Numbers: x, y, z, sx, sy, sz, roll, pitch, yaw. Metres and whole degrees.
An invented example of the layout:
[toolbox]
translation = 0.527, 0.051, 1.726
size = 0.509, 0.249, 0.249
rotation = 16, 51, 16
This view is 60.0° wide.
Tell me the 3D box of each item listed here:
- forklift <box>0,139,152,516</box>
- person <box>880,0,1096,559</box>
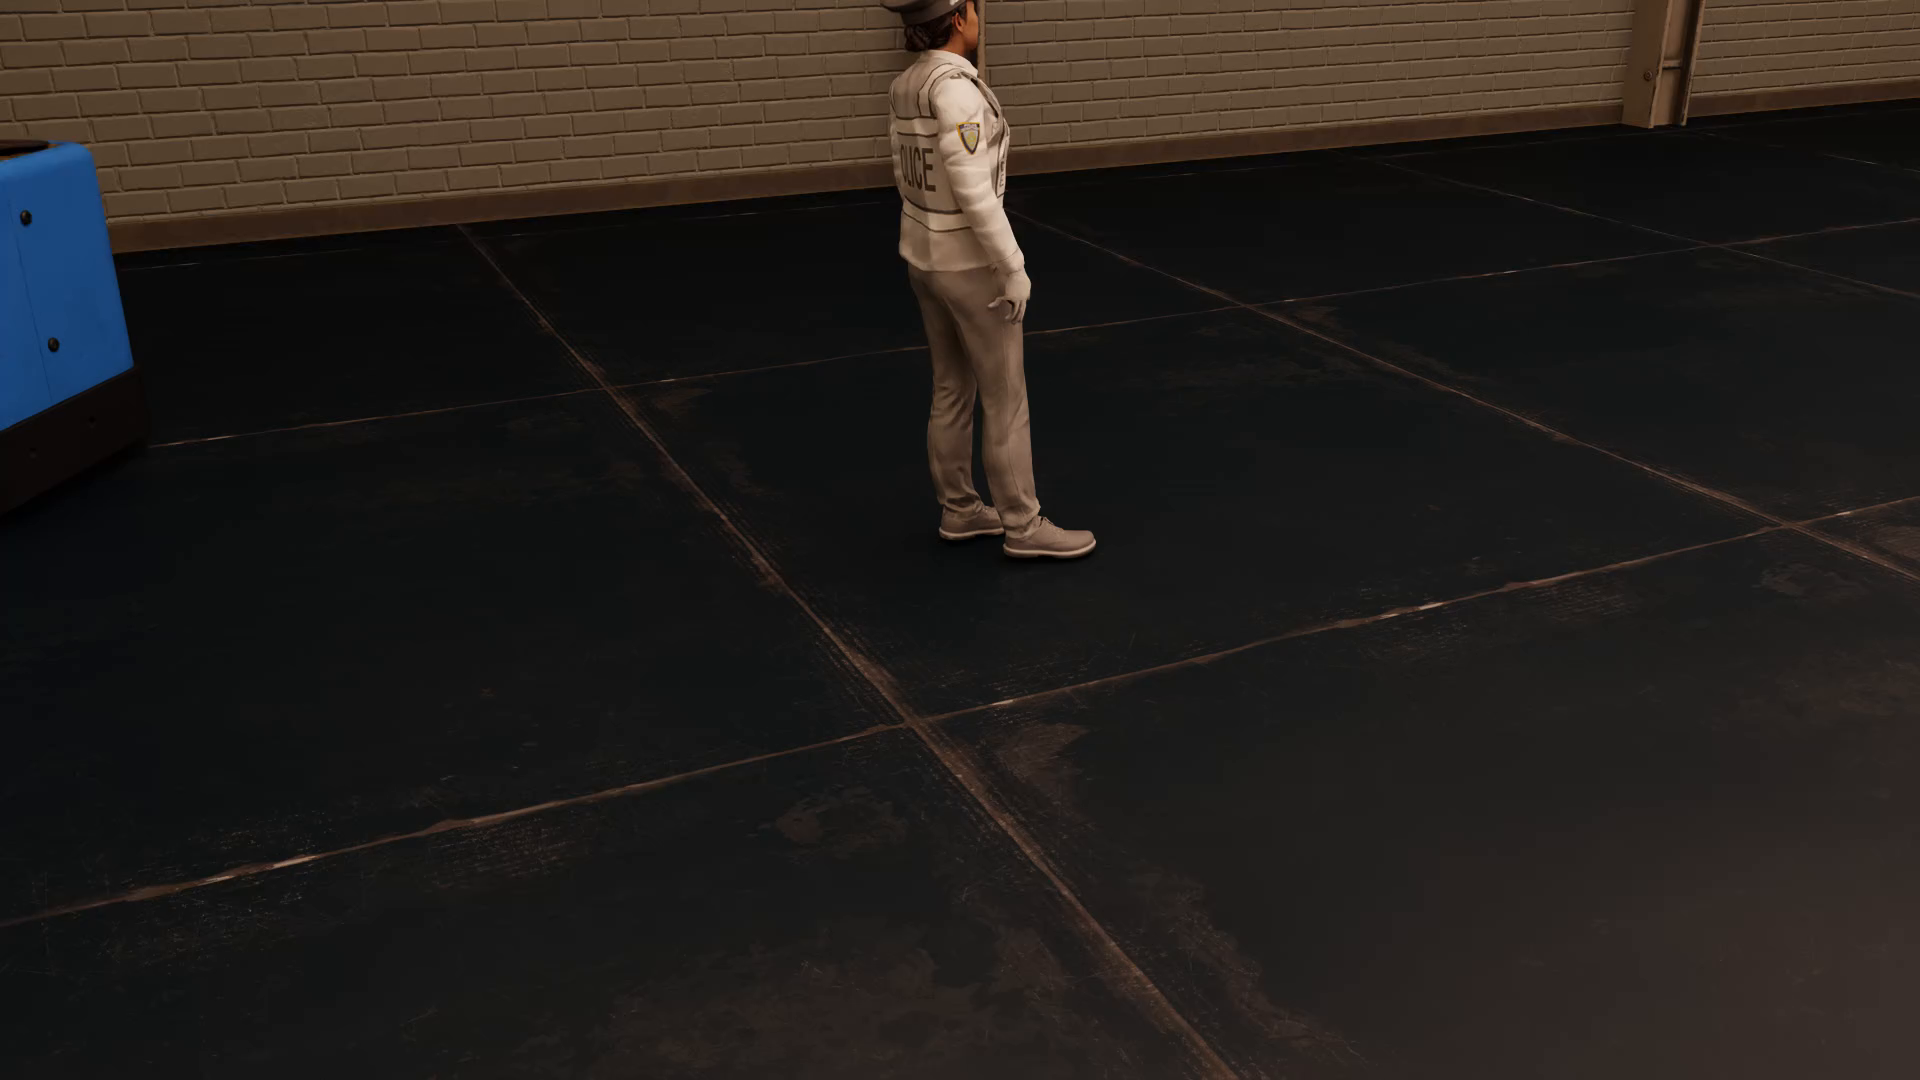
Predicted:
[forklift]
translation = -4.391, -1.573, 5.072
size = 3.031, 2.935, 1.130
rotation = 3, 23, 7
[person]
translation = 0.064, -0.798, 4.800
size = 0.534, 1.696, 0.587
rotation = -10, 25, -23
